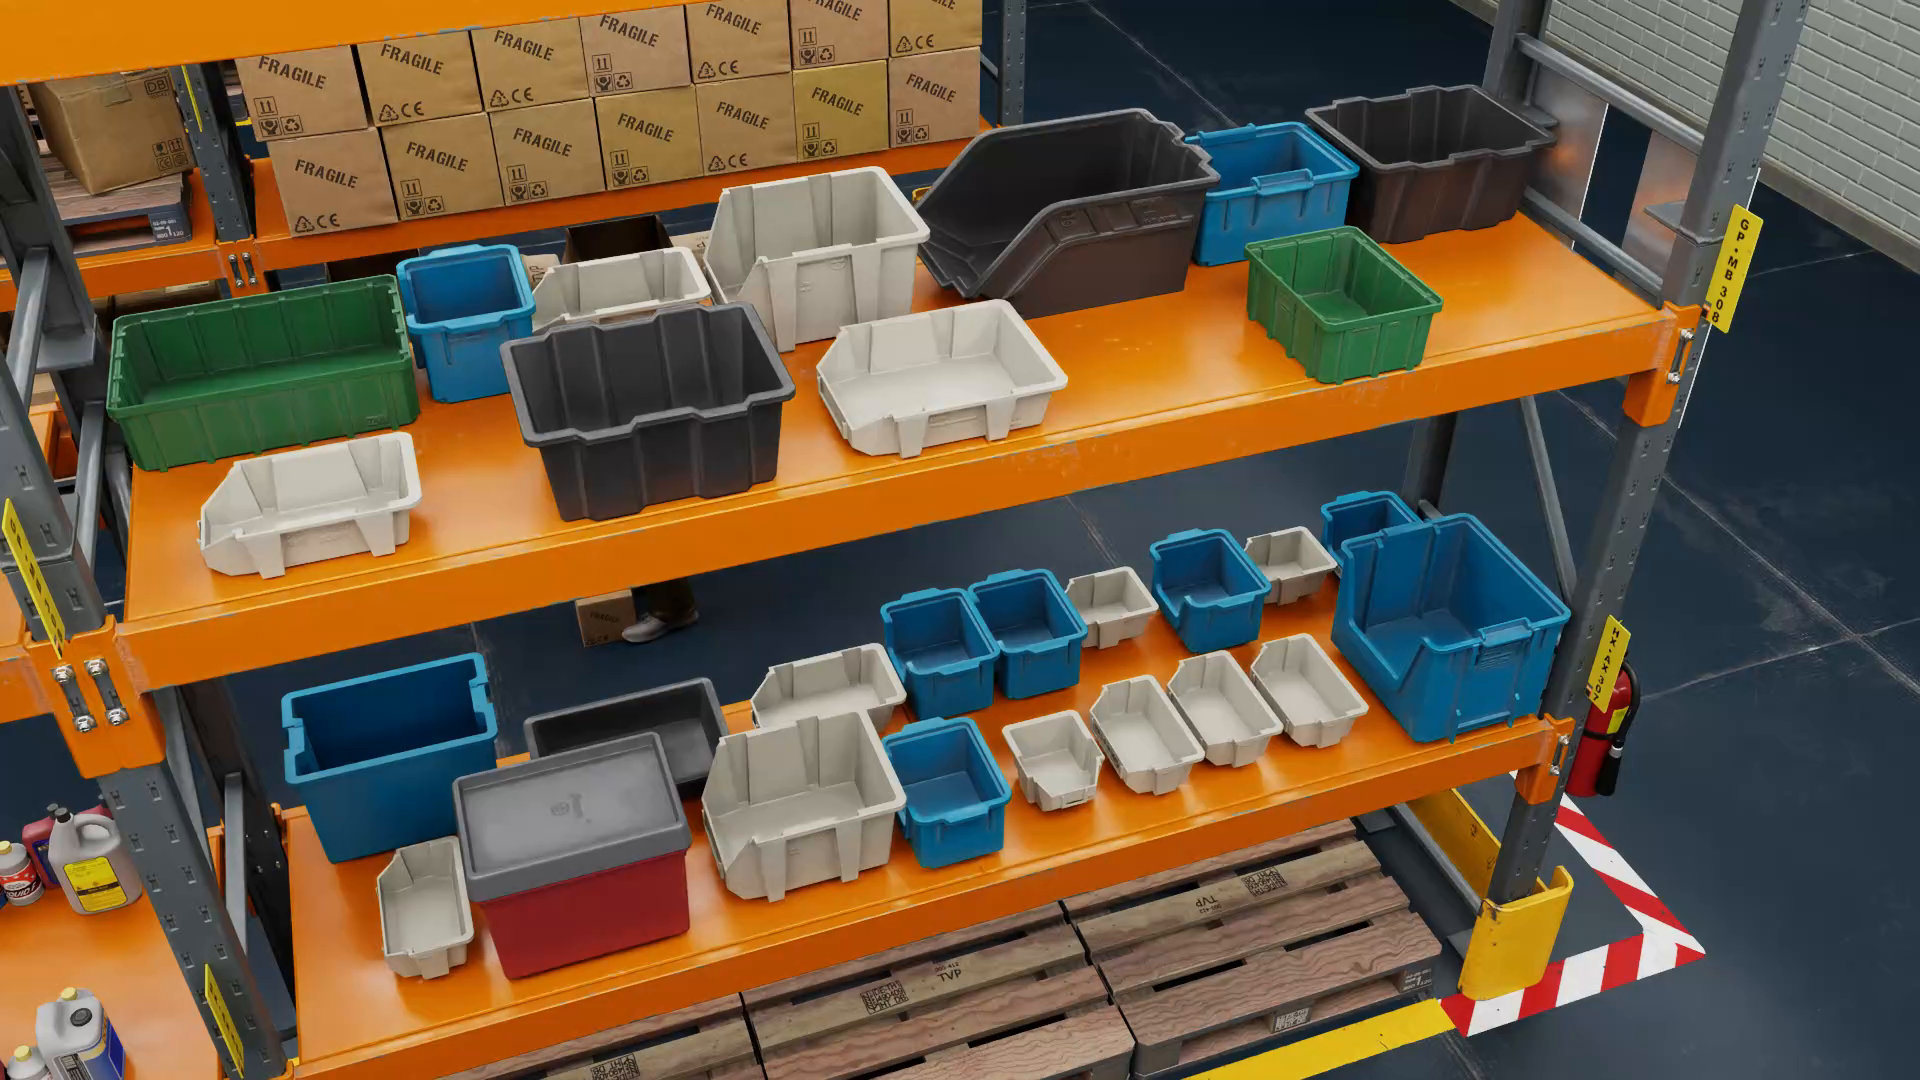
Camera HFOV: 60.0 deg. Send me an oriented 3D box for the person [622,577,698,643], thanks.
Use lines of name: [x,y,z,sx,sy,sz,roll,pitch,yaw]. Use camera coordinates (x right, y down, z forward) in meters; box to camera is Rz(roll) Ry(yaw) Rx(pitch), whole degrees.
person: [-1.406,-0.355,7.265,0.421,1.774,0.654,-14,40,-18]
